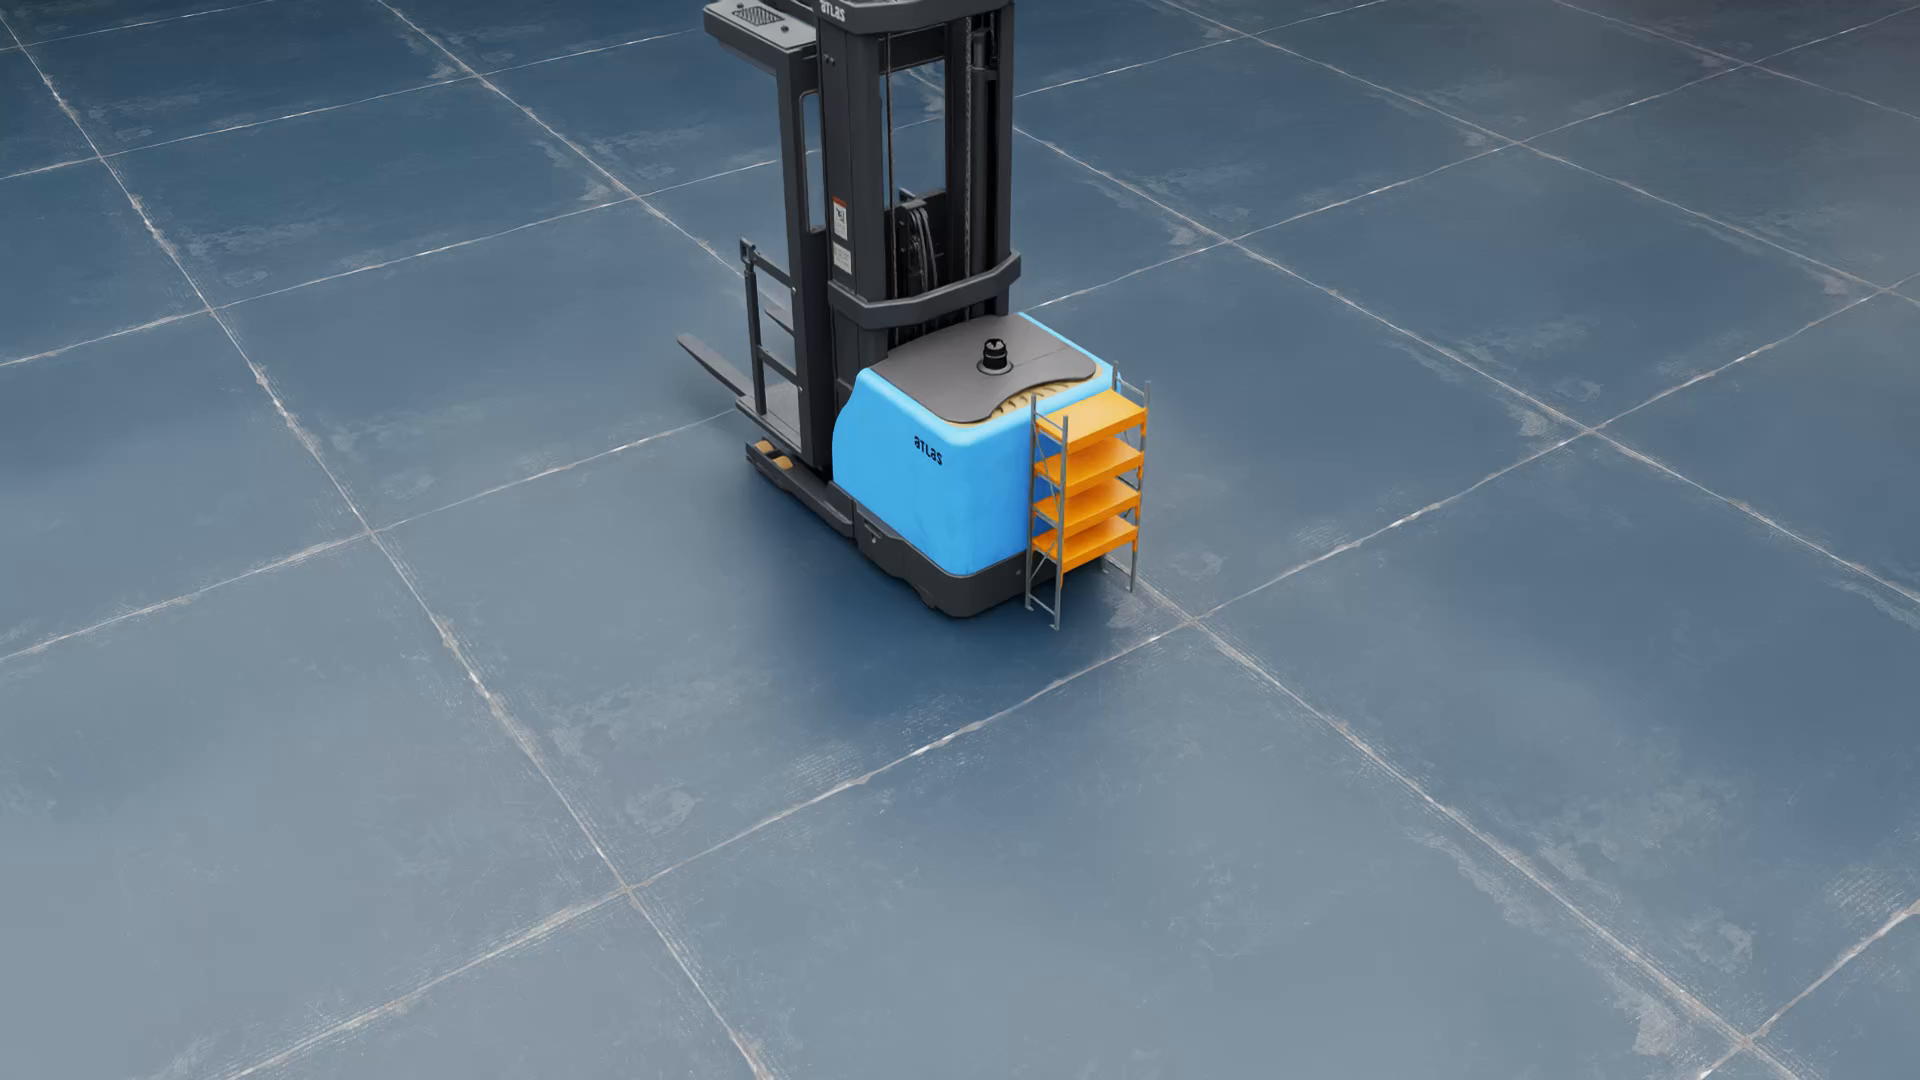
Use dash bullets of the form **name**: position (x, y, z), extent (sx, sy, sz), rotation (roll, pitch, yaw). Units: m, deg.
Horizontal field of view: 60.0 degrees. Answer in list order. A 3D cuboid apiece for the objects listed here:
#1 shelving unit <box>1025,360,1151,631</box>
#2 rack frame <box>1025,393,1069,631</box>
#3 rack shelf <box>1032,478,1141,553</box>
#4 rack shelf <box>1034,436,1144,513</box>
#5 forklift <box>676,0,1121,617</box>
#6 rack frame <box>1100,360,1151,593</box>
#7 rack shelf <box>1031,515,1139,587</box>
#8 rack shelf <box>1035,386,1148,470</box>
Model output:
- **shelving unit**: position (0.590, -0.196, 7.808), extent (0.503, 1.200, 0.258), rotation (-24, 42, -30)
- **rack frame**: position (0.396, -0.109, 7.687), extent (0.015, 1.200, 0.240), rotation (-24, 42, -30)
- **rack shelf**: position (0.590, -0.141, 7.847), extent (0.480, 0.148, 0.258), rotation (-24, 42, -30)
- **rack shelf**: position (0.590, -0.323, 7.716), extent (0.480, 0.148, 0.258), rotation (-24, 42, -30)
- **forklift**: position (-0.508, -1.628, 8.317), extent (1.130, 2.935, 3.031), rotation (-24, 42, -29)
- **rack frame**: position (0.783, -0.282, 7.928), extent (0.015, 1.200, 0.240), rotation (-24, 42, -30)
- **rack shelf**: position (0.590, 0.020, 7.963), extent (0.480, 0.148, 0.258), rotation (-24, 42, -30)
- **rack shelf**: position (0.590, -0.515, 7.578), extent (0.480, 0.148, 0.258), rotation (-24, 42, -30)
